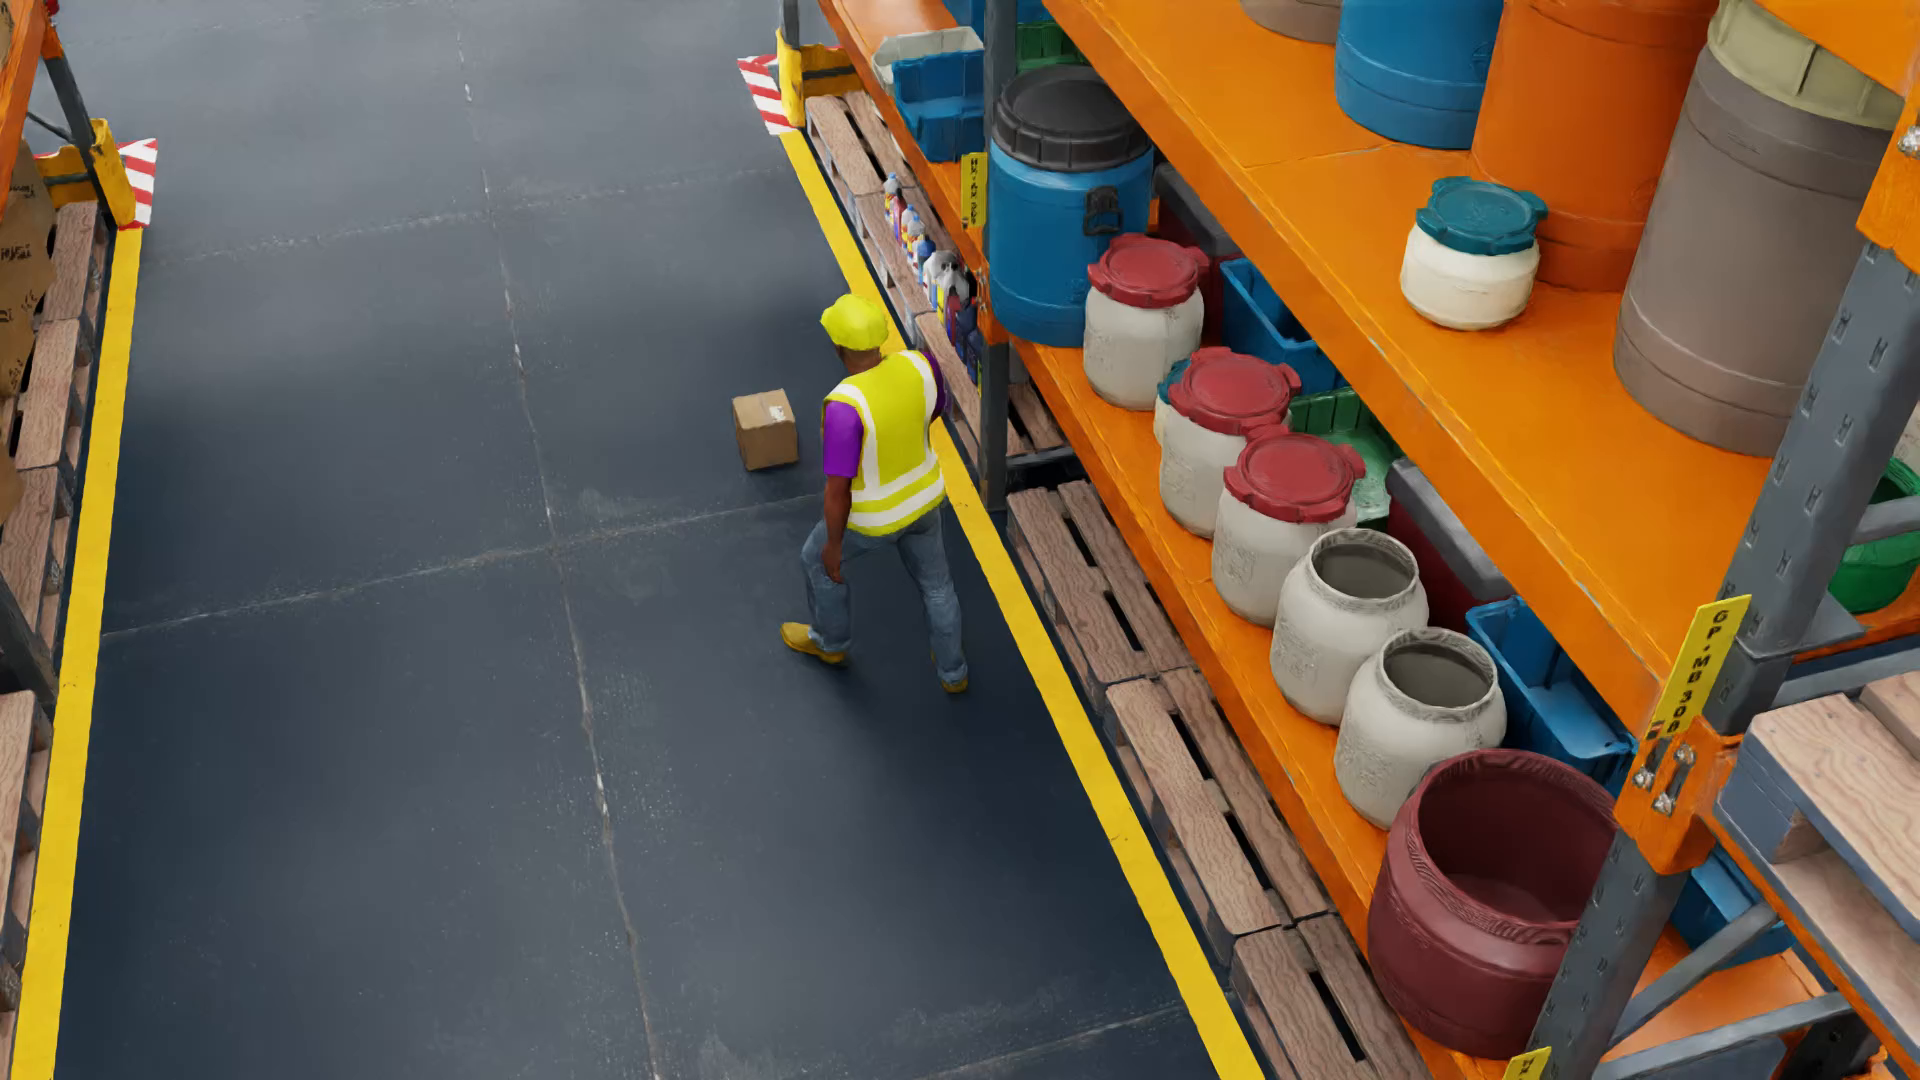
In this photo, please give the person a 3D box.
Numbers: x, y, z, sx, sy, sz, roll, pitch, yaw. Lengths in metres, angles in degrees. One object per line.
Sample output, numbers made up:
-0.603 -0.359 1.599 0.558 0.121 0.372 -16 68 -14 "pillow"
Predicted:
-0.300 -0.157 6.336 0.696 1.716 0.736 -29 49 -28 "person"
